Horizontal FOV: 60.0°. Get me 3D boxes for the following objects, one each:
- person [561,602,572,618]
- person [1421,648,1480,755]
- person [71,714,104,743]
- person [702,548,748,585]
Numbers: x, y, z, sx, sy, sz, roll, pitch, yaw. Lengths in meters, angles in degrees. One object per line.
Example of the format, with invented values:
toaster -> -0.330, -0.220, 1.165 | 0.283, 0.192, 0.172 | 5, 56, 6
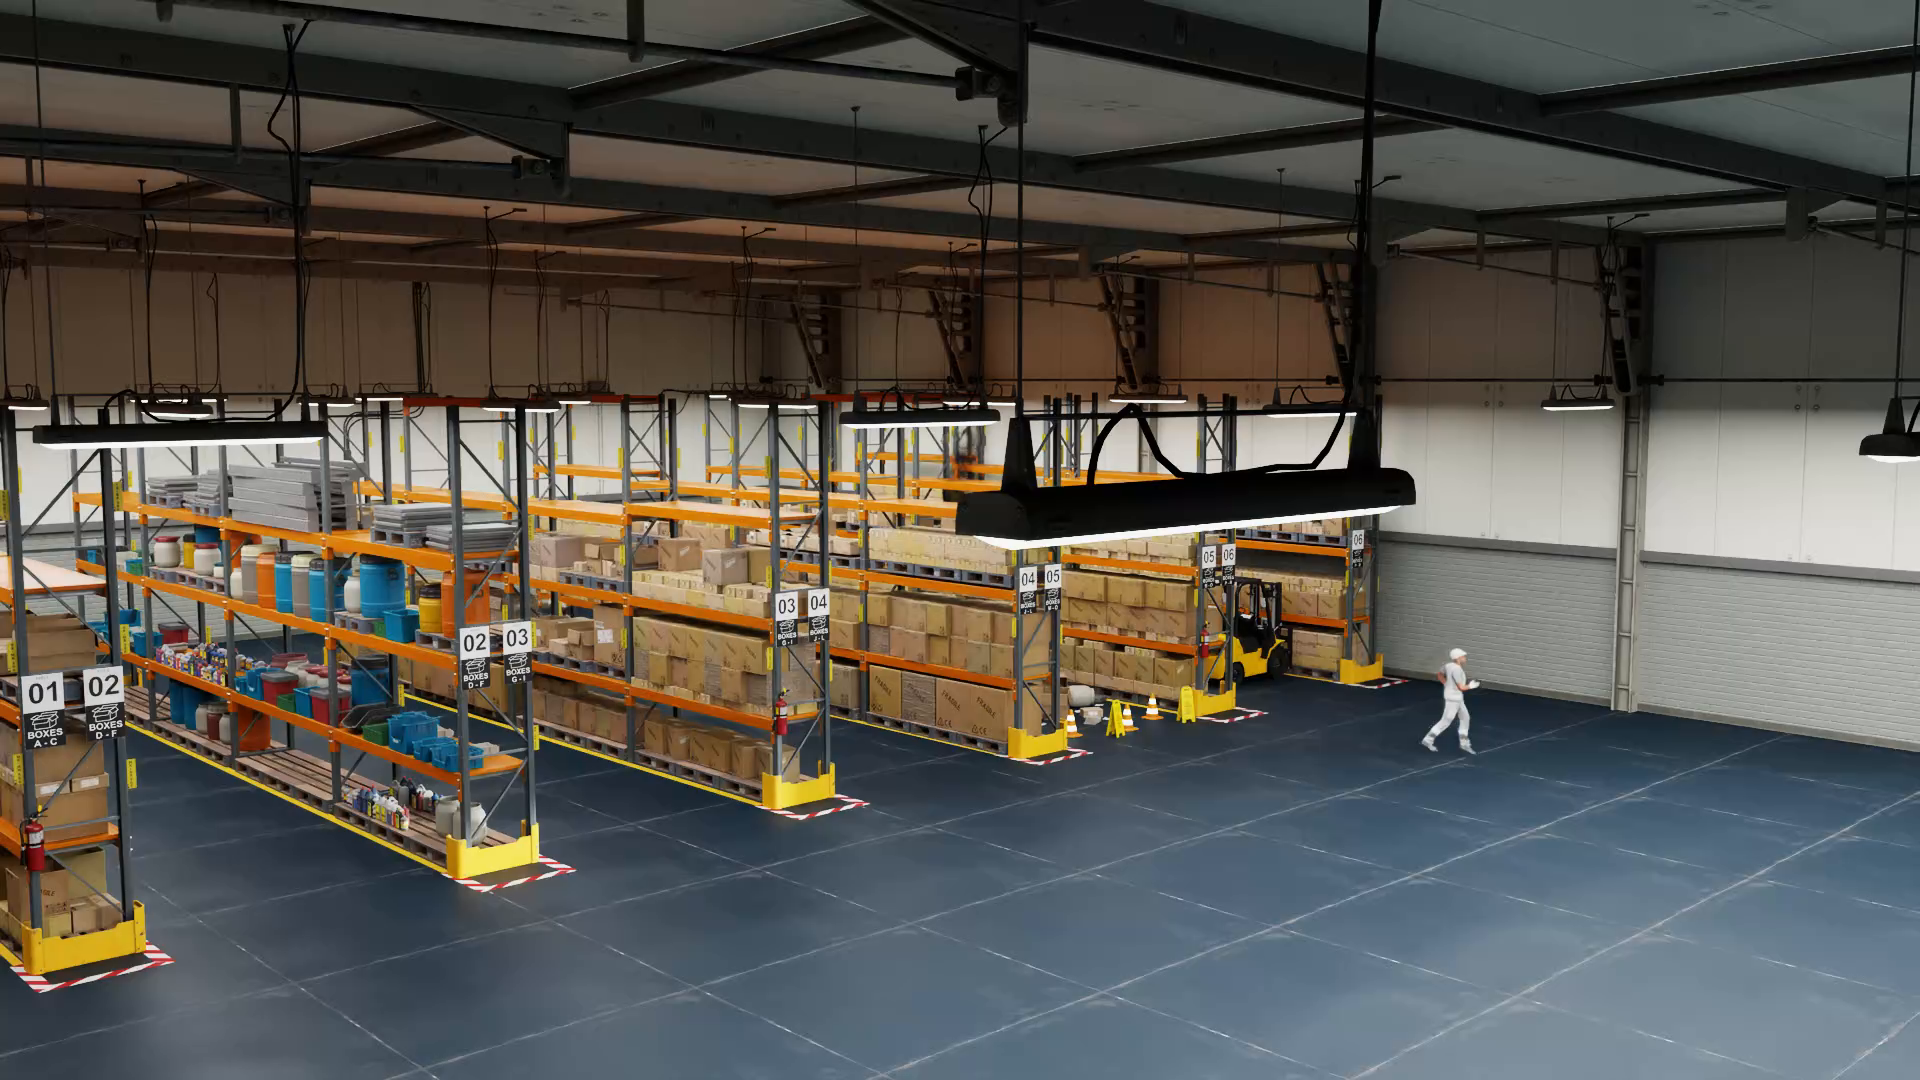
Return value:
person -> -8.253, 2.146, 34.445 | 0.644, 1.743, 0.723 | 5, 7, 41
person -> 8.267, 2.728, 28.055 | 0.938, 1.826, 0.674 | 1, 6, 9
person -> -13.801, 2.921, 26.373 | 0.702, 1.580, 0.614 | 4, 7, 39
person -> -4.052, 1.130, 34.751 | 9.289, 3.696, 16.553 | 3, 6, 26
